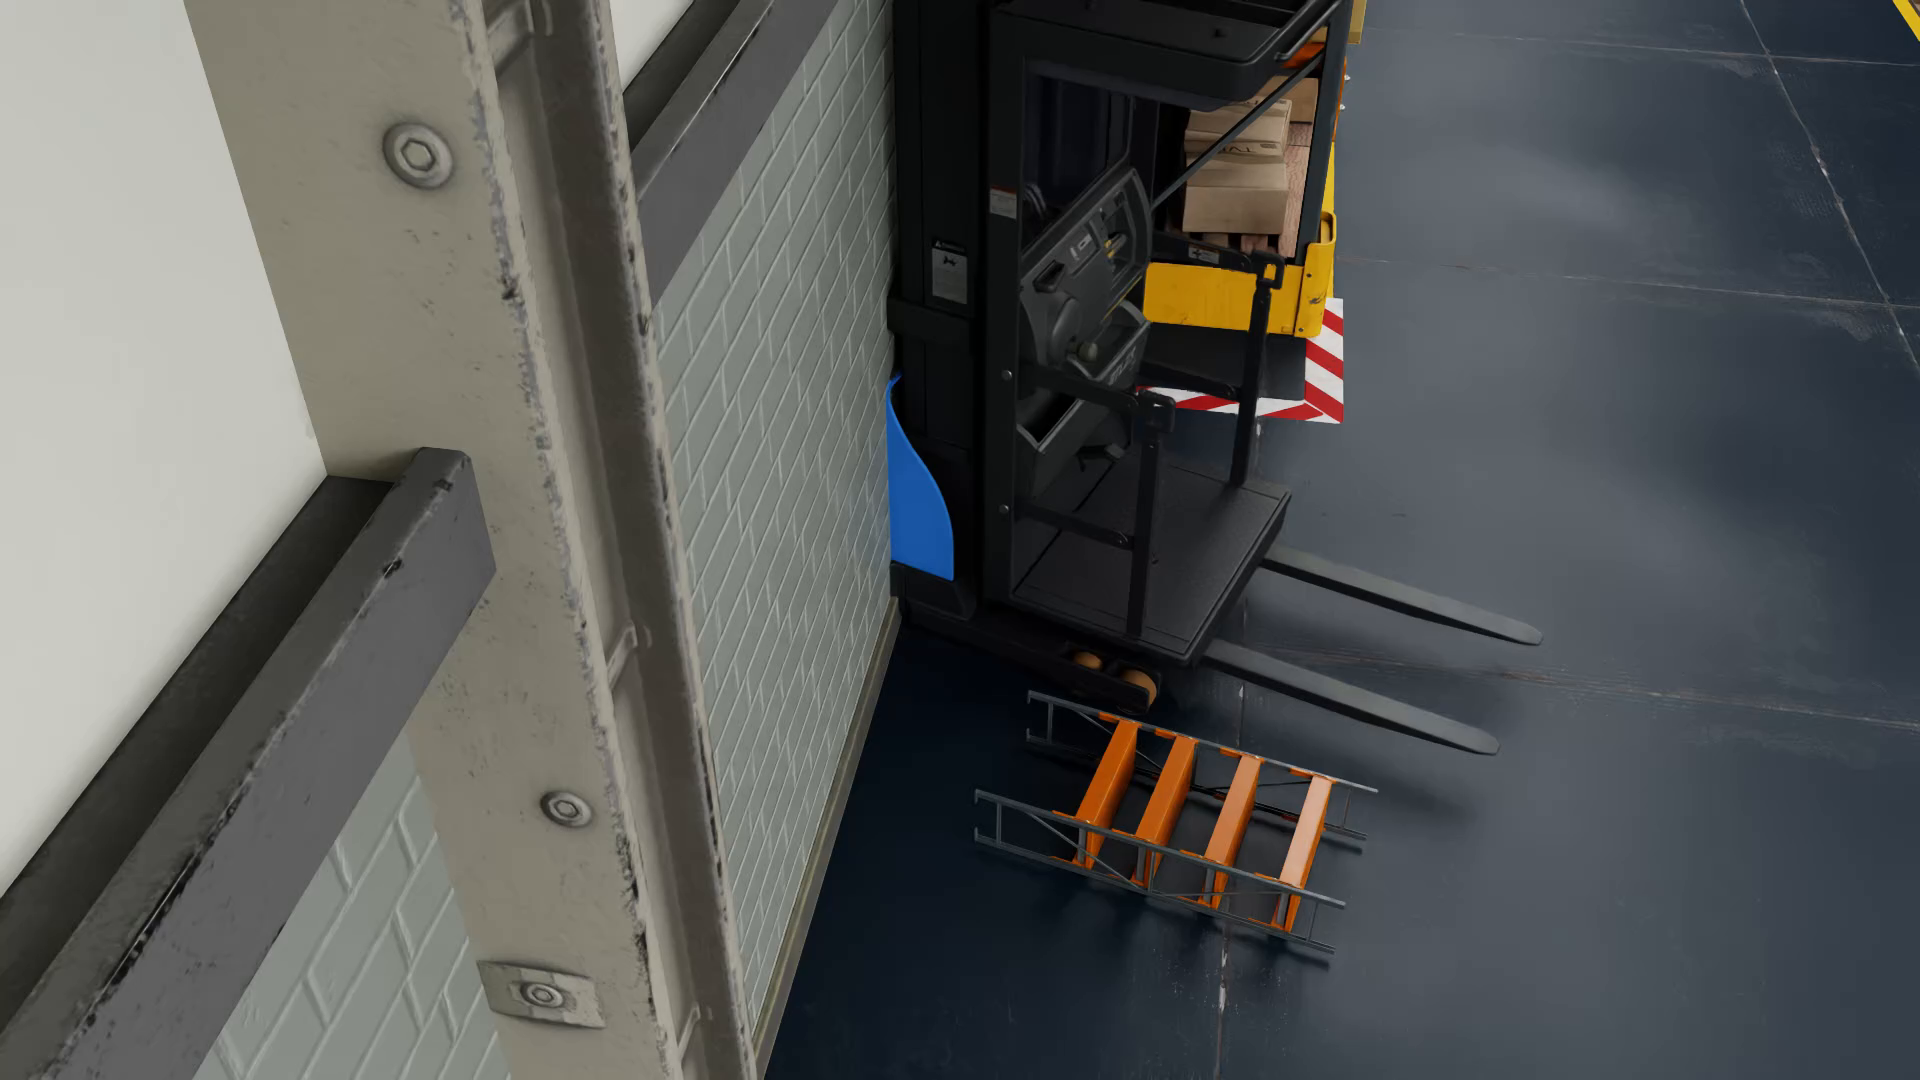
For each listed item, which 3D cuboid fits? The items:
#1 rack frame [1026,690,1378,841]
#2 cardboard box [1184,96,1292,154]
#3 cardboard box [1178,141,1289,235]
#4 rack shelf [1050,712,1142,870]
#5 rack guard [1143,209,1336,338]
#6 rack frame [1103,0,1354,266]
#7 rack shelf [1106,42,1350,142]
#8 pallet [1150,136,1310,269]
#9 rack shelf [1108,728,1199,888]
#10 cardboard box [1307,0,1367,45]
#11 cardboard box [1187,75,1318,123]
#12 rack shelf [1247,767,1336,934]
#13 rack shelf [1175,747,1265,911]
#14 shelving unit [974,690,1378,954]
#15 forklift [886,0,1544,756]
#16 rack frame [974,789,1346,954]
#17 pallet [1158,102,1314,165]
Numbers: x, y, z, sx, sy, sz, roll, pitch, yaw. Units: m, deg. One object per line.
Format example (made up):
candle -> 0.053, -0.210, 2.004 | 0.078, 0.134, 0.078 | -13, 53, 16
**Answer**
rack frame -> 0.789, 0.756, 5.605 | 1.200, 0.240, 0.015 | 15, 42, 17
cardboard box -> 1.462, -2.152, 8.764 | 0.500, 0.311, 0.500 | 10, 41, 11
cardboard box -> 1.363, -1.794, 8.331 | 0.500, 0.311, 0.500 | 2, 40, 3
rack shelf -> 0.451, 0.835, 5.509 | 0.148, 0.258, 0.480 | 15, 42, 17
rack guard -> 1.168, -1.321, 7.955 | 1.175, 0.500, 0.348 | 6, 40, 8
rack frame -> 1.155, -2.236, 7.101 | 1.000, 3.000, 0.127 | 6, 40, 8
rack shelf -> 1.501, -3.214, 8.848 | 1.077, 0.370, 4.000 | 6, 40, 8
pallet -> 1.343, -1.715, 8.659 | 1.003, 0.211, 1.213 | 6, 40, 8
rack shelf -> 0.635, 0.883, 5.451 | 0.148, 0.258, 0.480 | 15, 42, 17
cardboard box -> 1.552, -2.458, 7.470 | 0.500, 0.250, 0.500 | 5, 40, 6
cardboard box -> 1.638, -2.680, 9.253 | 0.700, 0.500, 0.500 | 4, 40, 5
rack shelf -> 1.060, 0.994, 5.316 | 0.148, 0.258, 0.480 | 15, 42, 17
rack shelf -> 0.842, 0.937, 5.385 | 0.148, 0.258, 0.480 | 15, 42, 17
shelving unit -> 0.697, 0.900, 5.431 | 1.200, 0.258, 0.503 | 15, 42, 17
forklift -> 0.612, -0.888, 5.524 | 3.031, 2.935, 1.130 | 19, 43, 22
rack frame -> 0.604, 1.043, 5.257 | 1.200, 0.240, 0.015 | 15, 42, 17
pallet -> 1.557, -2.479, 9.583 | 1.003, 0.211, 1.213 | 6, 40, 8
